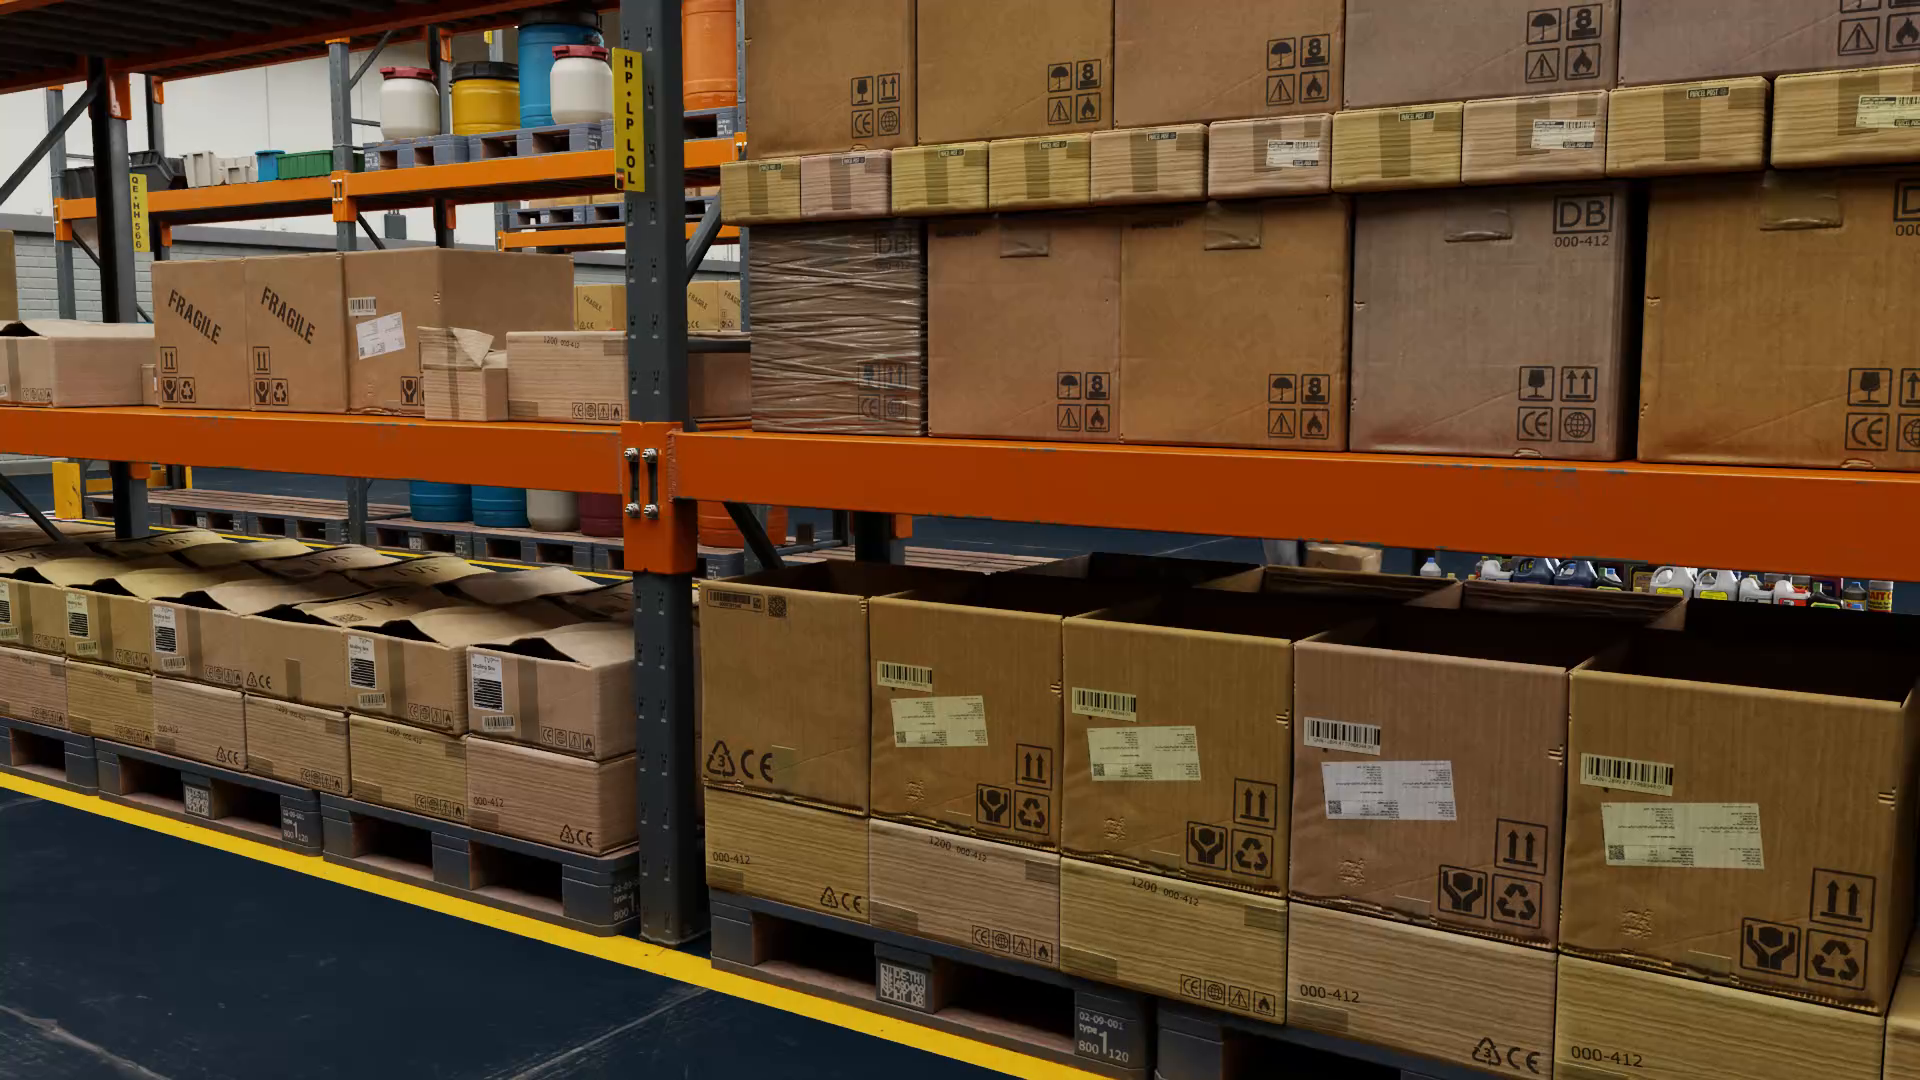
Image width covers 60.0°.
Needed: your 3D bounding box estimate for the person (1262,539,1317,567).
[{"bbox_3d":[1.451,-0.132,7.331,0.336,1.599,0.450,4,8,32],"label":"person"}]
